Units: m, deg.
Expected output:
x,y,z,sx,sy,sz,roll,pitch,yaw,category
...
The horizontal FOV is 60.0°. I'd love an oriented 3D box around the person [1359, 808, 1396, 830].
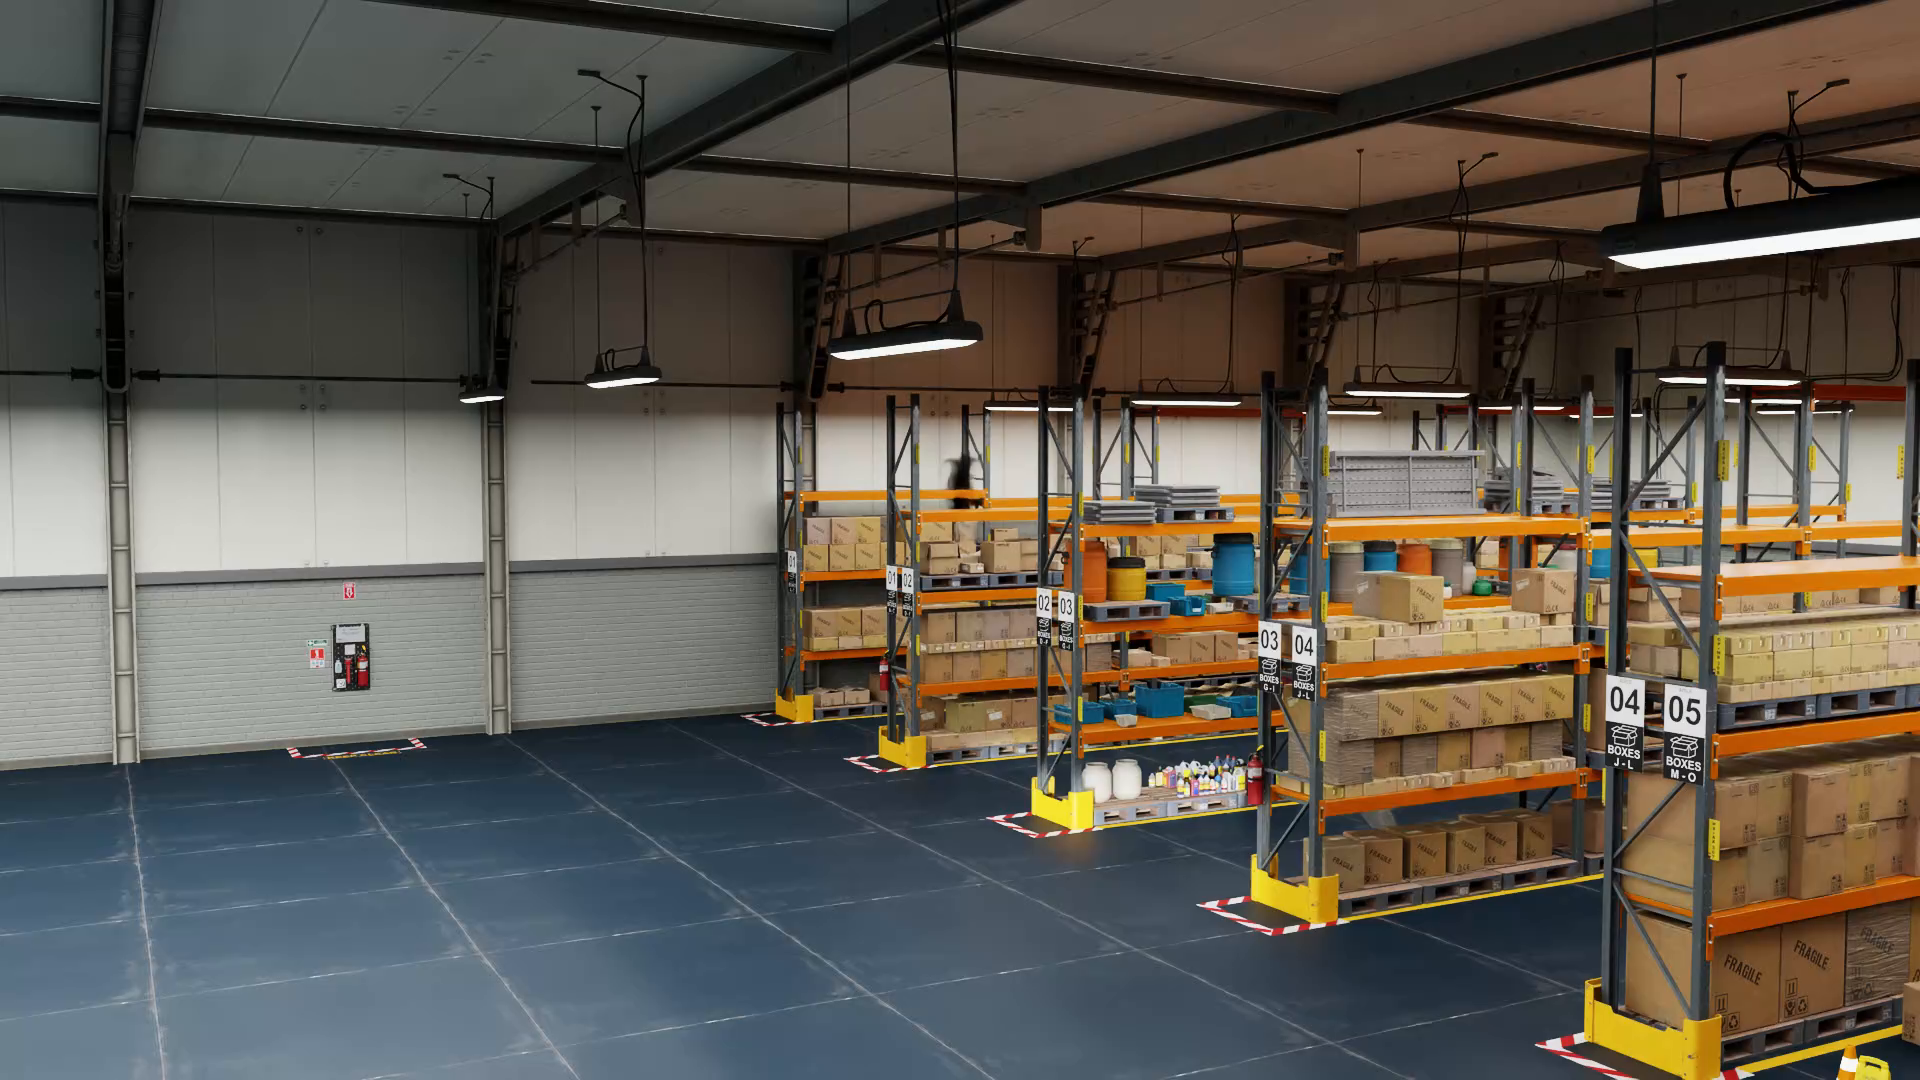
x,y,z,sx,sy,sz,roll,pitch,yaw,category
5.393,3.135,21.379,0.659,1.622,0.572,-1,3,-12,person
